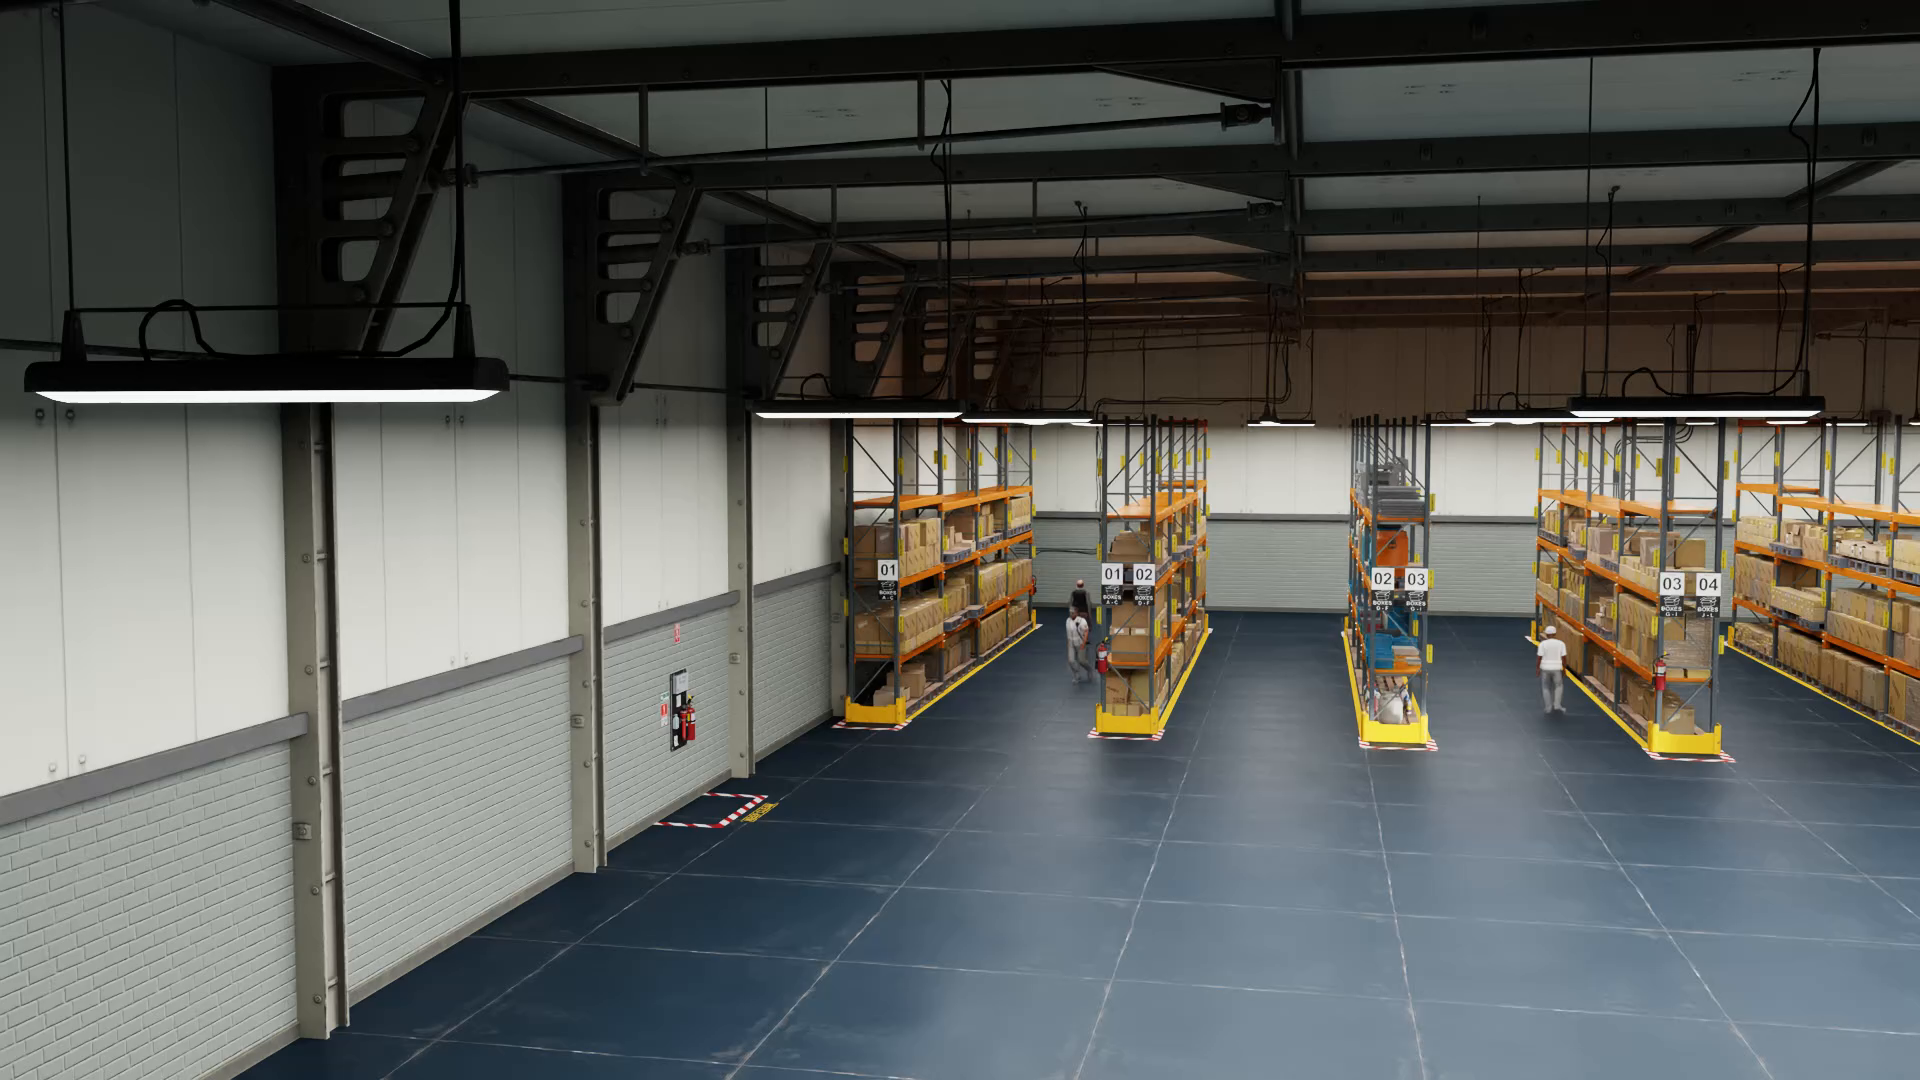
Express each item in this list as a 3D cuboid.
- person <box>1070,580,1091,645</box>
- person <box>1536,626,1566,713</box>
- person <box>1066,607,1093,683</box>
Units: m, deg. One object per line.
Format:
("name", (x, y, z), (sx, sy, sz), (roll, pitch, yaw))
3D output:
("person", (3.094, 1.842, 42.584), (0.572, 1.638, 0.604), (1, 4, 16))
("person", (11.914, 2.617, 33.515), (0.588, 1.765, 0.548), (1, 4, 11))
("person", (2.716, 2.349, 37.776), (0.596, 1.733, 0.678), (3, 5, 34))
